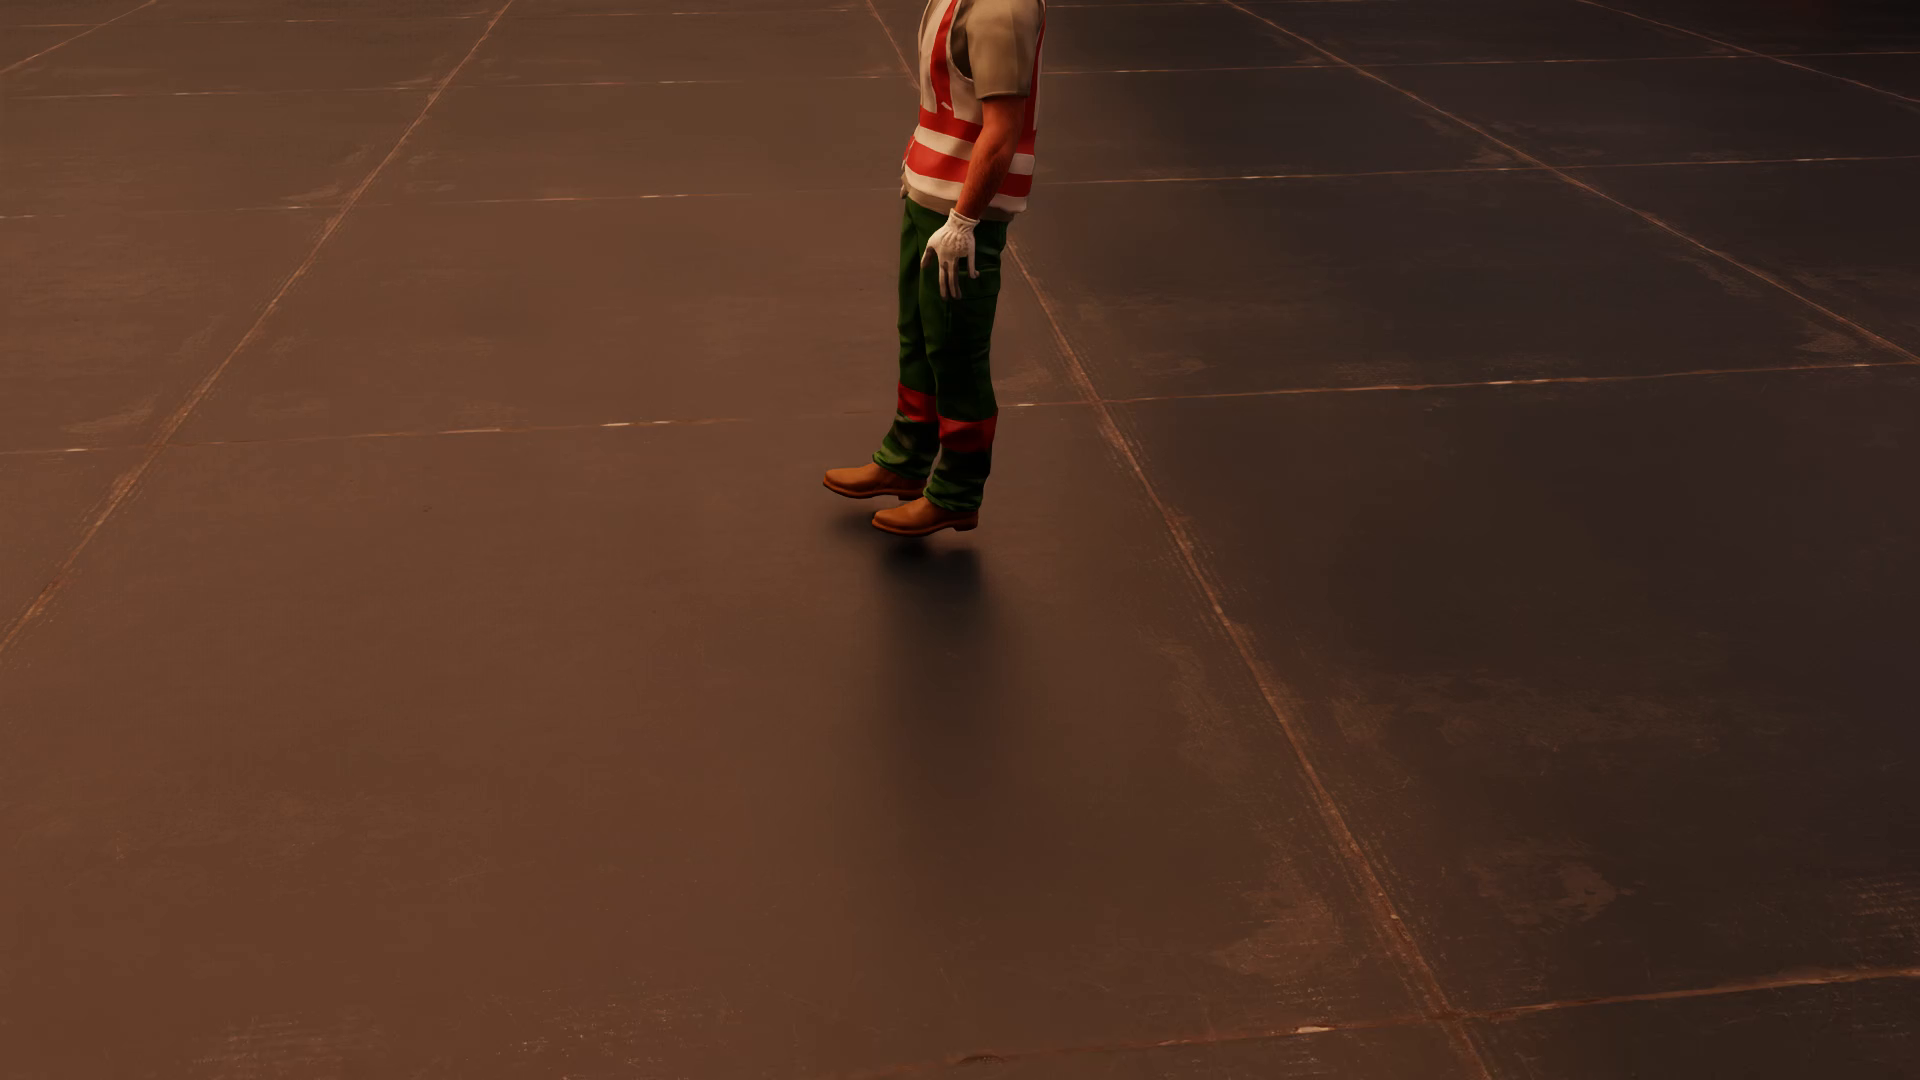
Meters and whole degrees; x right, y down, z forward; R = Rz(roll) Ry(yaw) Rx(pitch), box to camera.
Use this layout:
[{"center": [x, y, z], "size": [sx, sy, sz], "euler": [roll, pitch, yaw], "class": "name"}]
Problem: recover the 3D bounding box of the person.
[{"center": [-0.081, -0.850, 4.199], "size": [0.564, 1.787, 0.637], "euler": [-3, 26, -7], "class": "person"}]
